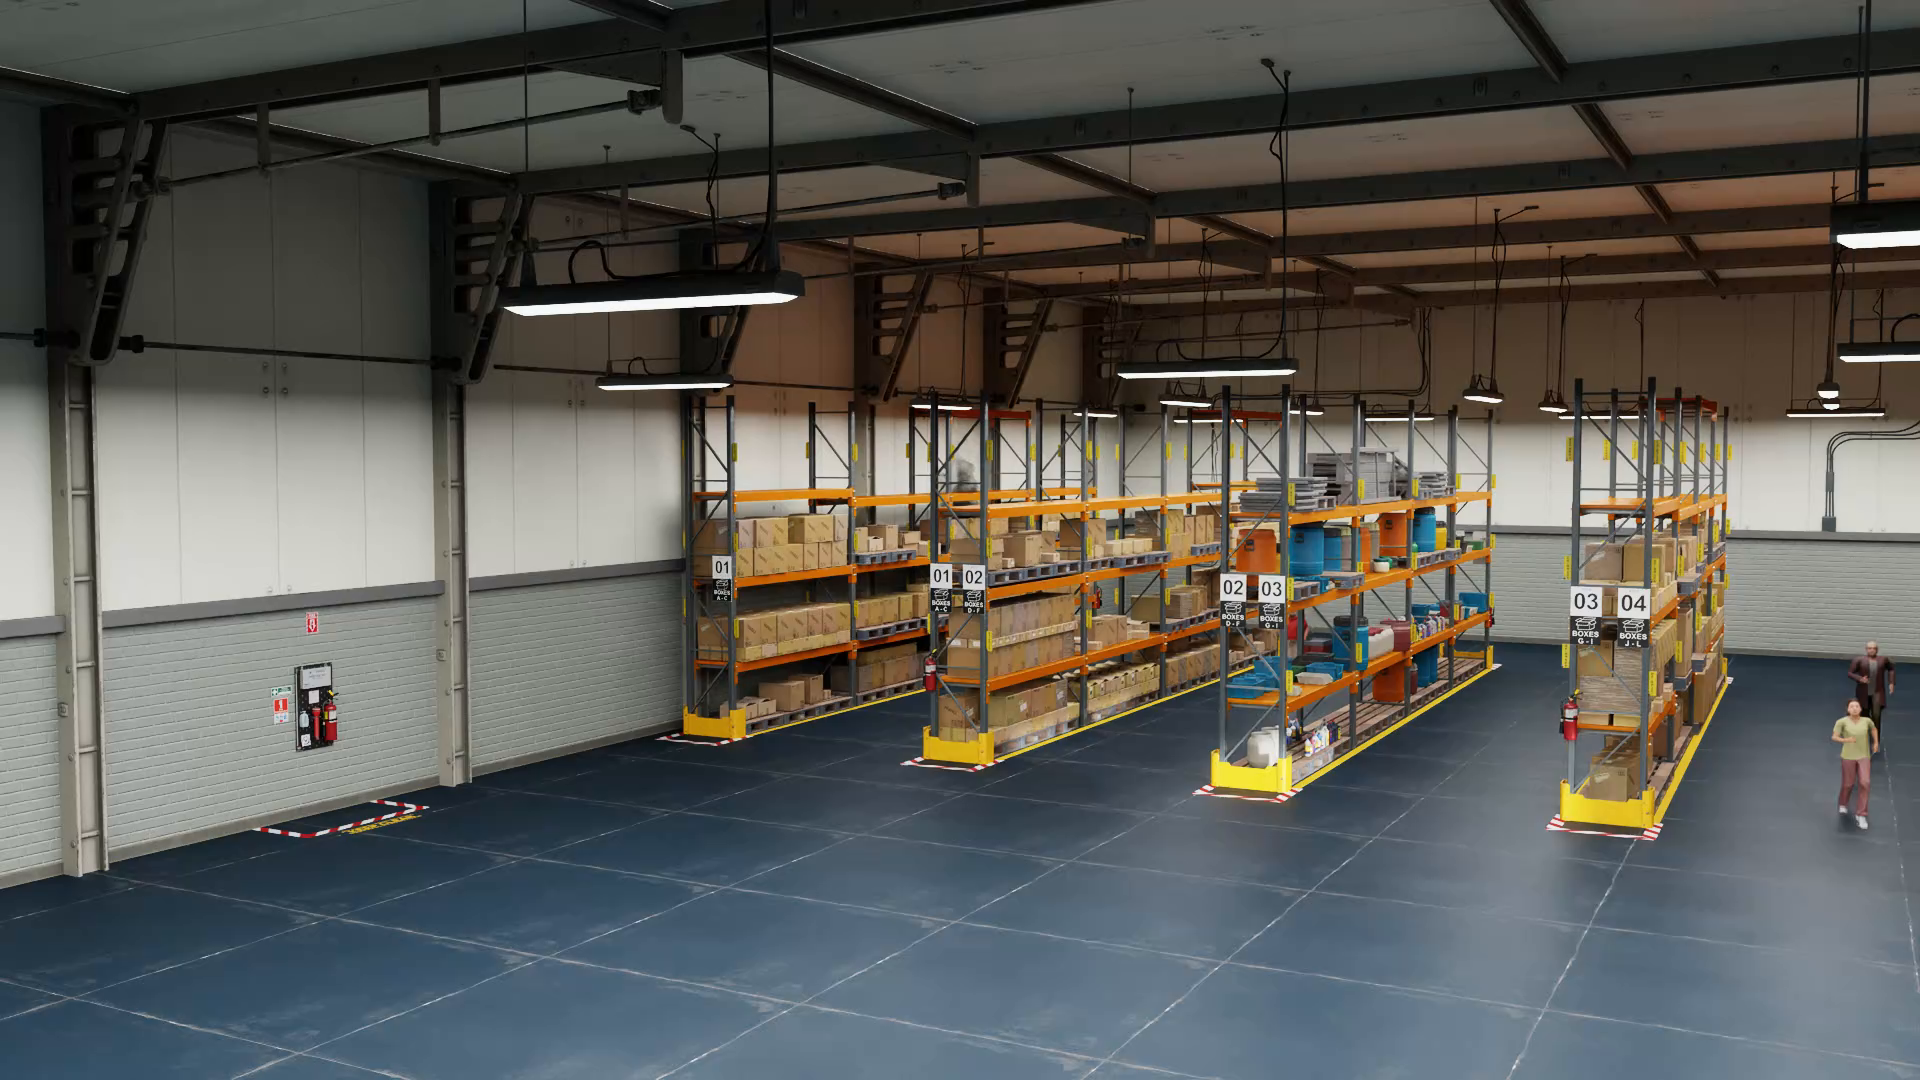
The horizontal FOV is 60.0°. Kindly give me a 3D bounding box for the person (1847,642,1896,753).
[{"bbox_3d":[15.416,2.628,28.142,0.737,1.828,0.922,1,3,25],"label":"person"}]

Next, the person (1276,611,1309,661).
[{"bbox_3d":[7.144,2.272,35.849,0.667,1.713,0.623,1,3,20],"label":"person"}]

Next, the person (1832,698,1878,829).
[{"bbox_3d":[12.126,2.988,22.525,0.578,1.686,0.910,1,3,21],"label":"person"}]
